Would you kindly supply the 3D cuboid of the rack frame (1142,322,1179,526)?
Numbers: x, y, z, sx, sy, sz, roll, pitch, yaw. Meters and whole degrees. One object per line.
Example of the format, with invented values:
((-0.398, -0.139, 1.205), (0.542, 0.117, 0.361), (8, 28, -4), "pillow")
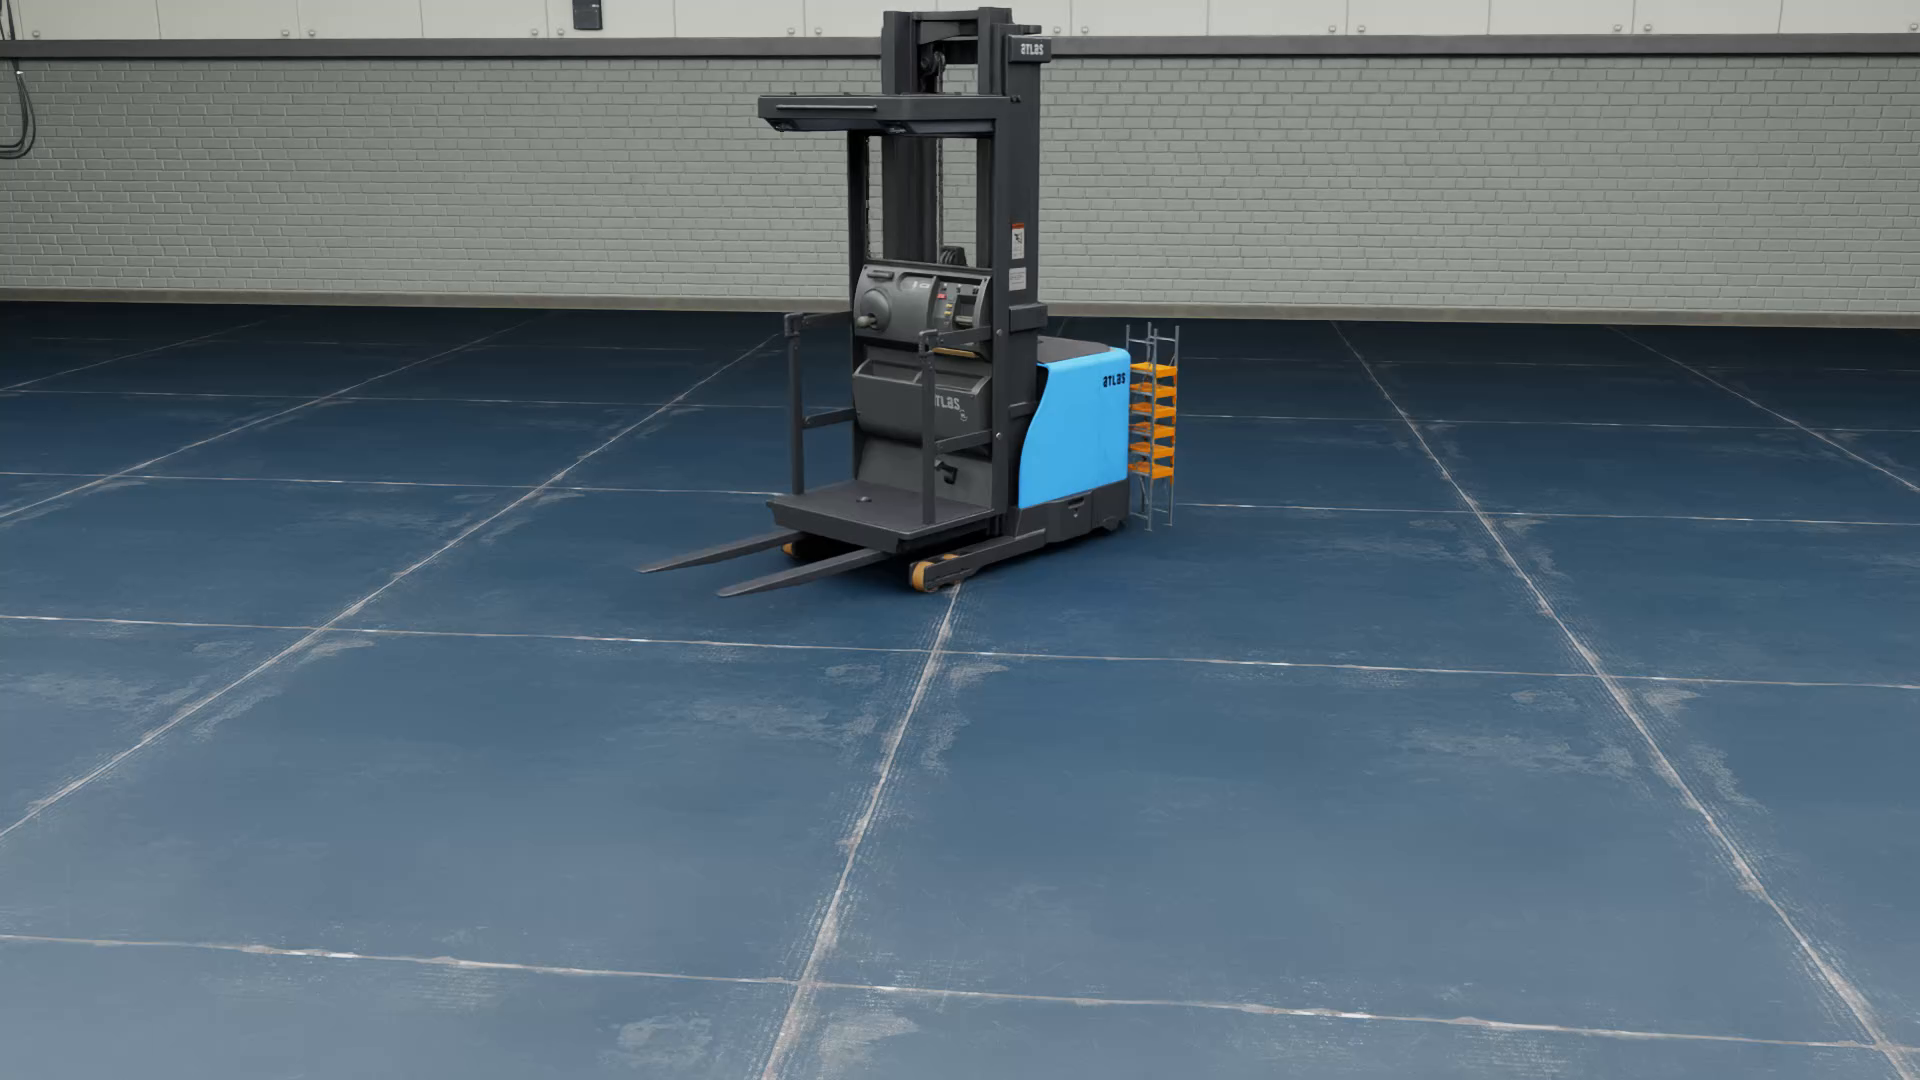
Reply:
((1.190, -0.686, 9.900), (0.006, 1.200, 0.240), (-12, 19, -39), "rack frame")

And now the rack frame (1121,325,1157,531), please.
((1.051, -0.655, 9.784), (0.006, 1.200, 0.240), (-12, 19, -39), "rack frame")

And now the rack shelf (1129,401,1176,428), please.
((1.120, -0.744, 9.822), (0.180, 0.103, 0.258), (-12, 19, -39), "rack shelf")

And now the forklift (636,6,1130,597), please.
((-0.352, -1.287, 8.806), (1.130, 2.935, 3.031), (13, 20, 40), "forklift")

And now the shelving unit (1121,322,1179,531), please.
((1.120, -0.671, 9.842), (0.189, 1.200, 0.258), (-12, 19, -39), "shelving unit")

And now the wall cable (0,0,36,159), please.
((-12.679, -5.837, 19.956), (3.097, 2.526, 0.112), (2, 15, 6), "wall cable")

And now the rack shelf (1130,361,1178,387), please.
((1.121, -0.975, 9.760), (0.180, 0.103, 0.258), (-12, 19, -39), "rack shelf")

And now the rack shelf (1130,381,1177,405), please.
((1.121, -0.859, 9.791), (0.180, 0.103, 0.258), (-12, 19, -39), "rack shelf")

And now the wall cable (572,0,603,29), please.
((-3.248, -8.693, 18.057), (2.305, 6.003, 0.169), (2, 15, 6), "wall cable")

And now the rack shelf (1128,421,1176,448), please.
((1.120, -0.628, 9.853), (0.180, 0.103, 0.258), (-12, 19, -39), "rack shelf")

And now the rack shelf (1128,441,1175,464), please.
((1.120, -0.512, 9.884), (0.180, 0.103, 0.258), (-12, 19, -39), "rack shelf")

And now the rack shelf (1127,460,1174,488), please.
((1.120, -0.396, 9.915), (0.180, 0.103, 0.258), (-12, 19, -39), "rack shelf")
